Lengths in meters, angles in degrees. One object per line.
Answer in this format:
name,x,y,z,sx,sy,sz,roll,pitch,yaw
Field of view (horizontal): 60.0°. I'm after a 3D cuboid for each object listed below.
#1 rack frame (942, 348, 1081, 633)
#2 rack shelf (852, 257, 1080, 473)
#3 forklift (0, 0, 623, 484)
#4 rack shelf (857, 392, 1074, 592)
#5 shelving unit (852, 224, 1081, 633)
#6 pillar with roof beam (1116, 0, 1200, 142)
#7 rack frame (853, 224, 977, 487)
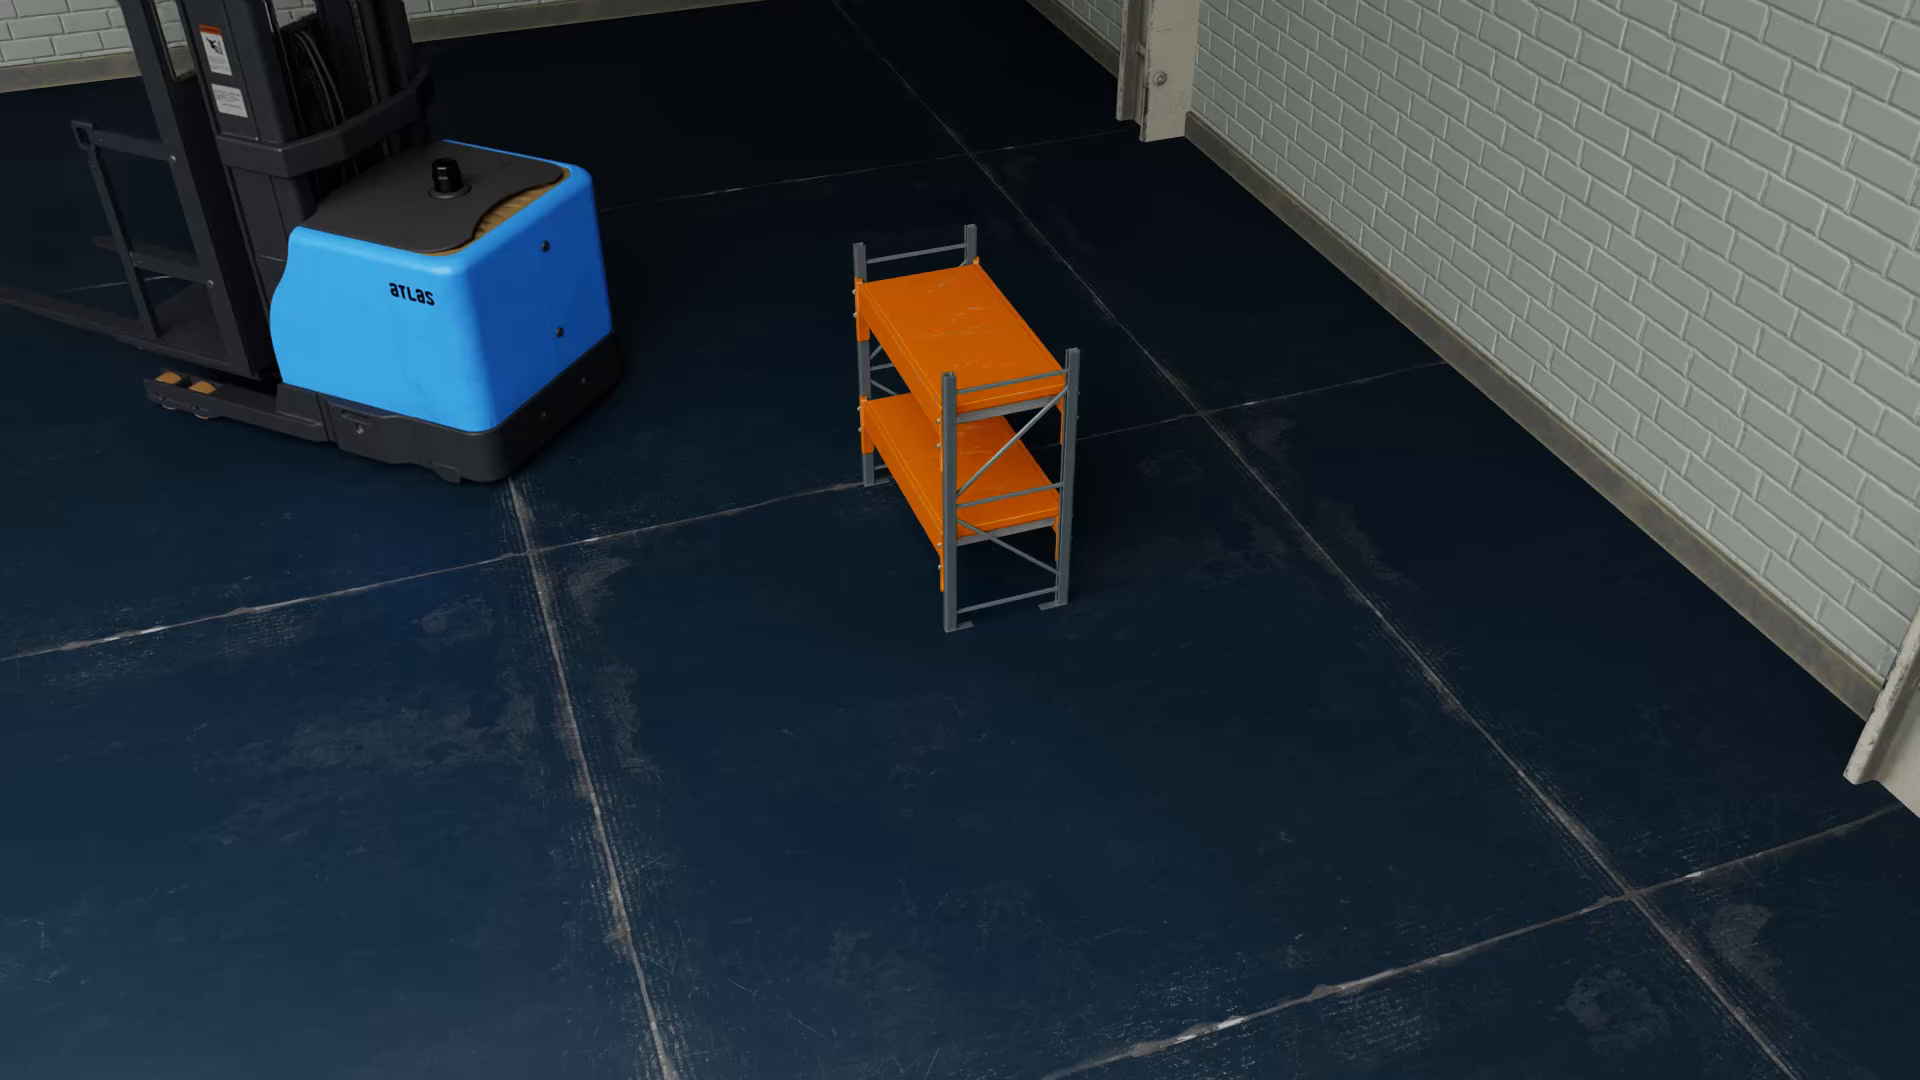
rack frame,0.177,-0.158,6.025,0.500,1.125,0.032,-12,39,-16
rack shelf,0.002,-0.679,6.230,0.538,0.278,1.000,-12,39,-16
forklift,-3.113,-1.989,6.954,3.031,2.935,1.130,15,39,19
rack shelf,0.002,-0.250,6.554,0.538,0.278,1.000,-12,39,-16
shelving unit,0.002,-0.445,6.407,0.538,1.125,1.048,-12,39,-16
pillar with roof beam,-2.877,-5.213,6.191,9.100,9.000,0.400,-12,39,-16
rack frame,-0.173,-0.733,6.788,0.500,1.125,0.032,-12,39,-16
